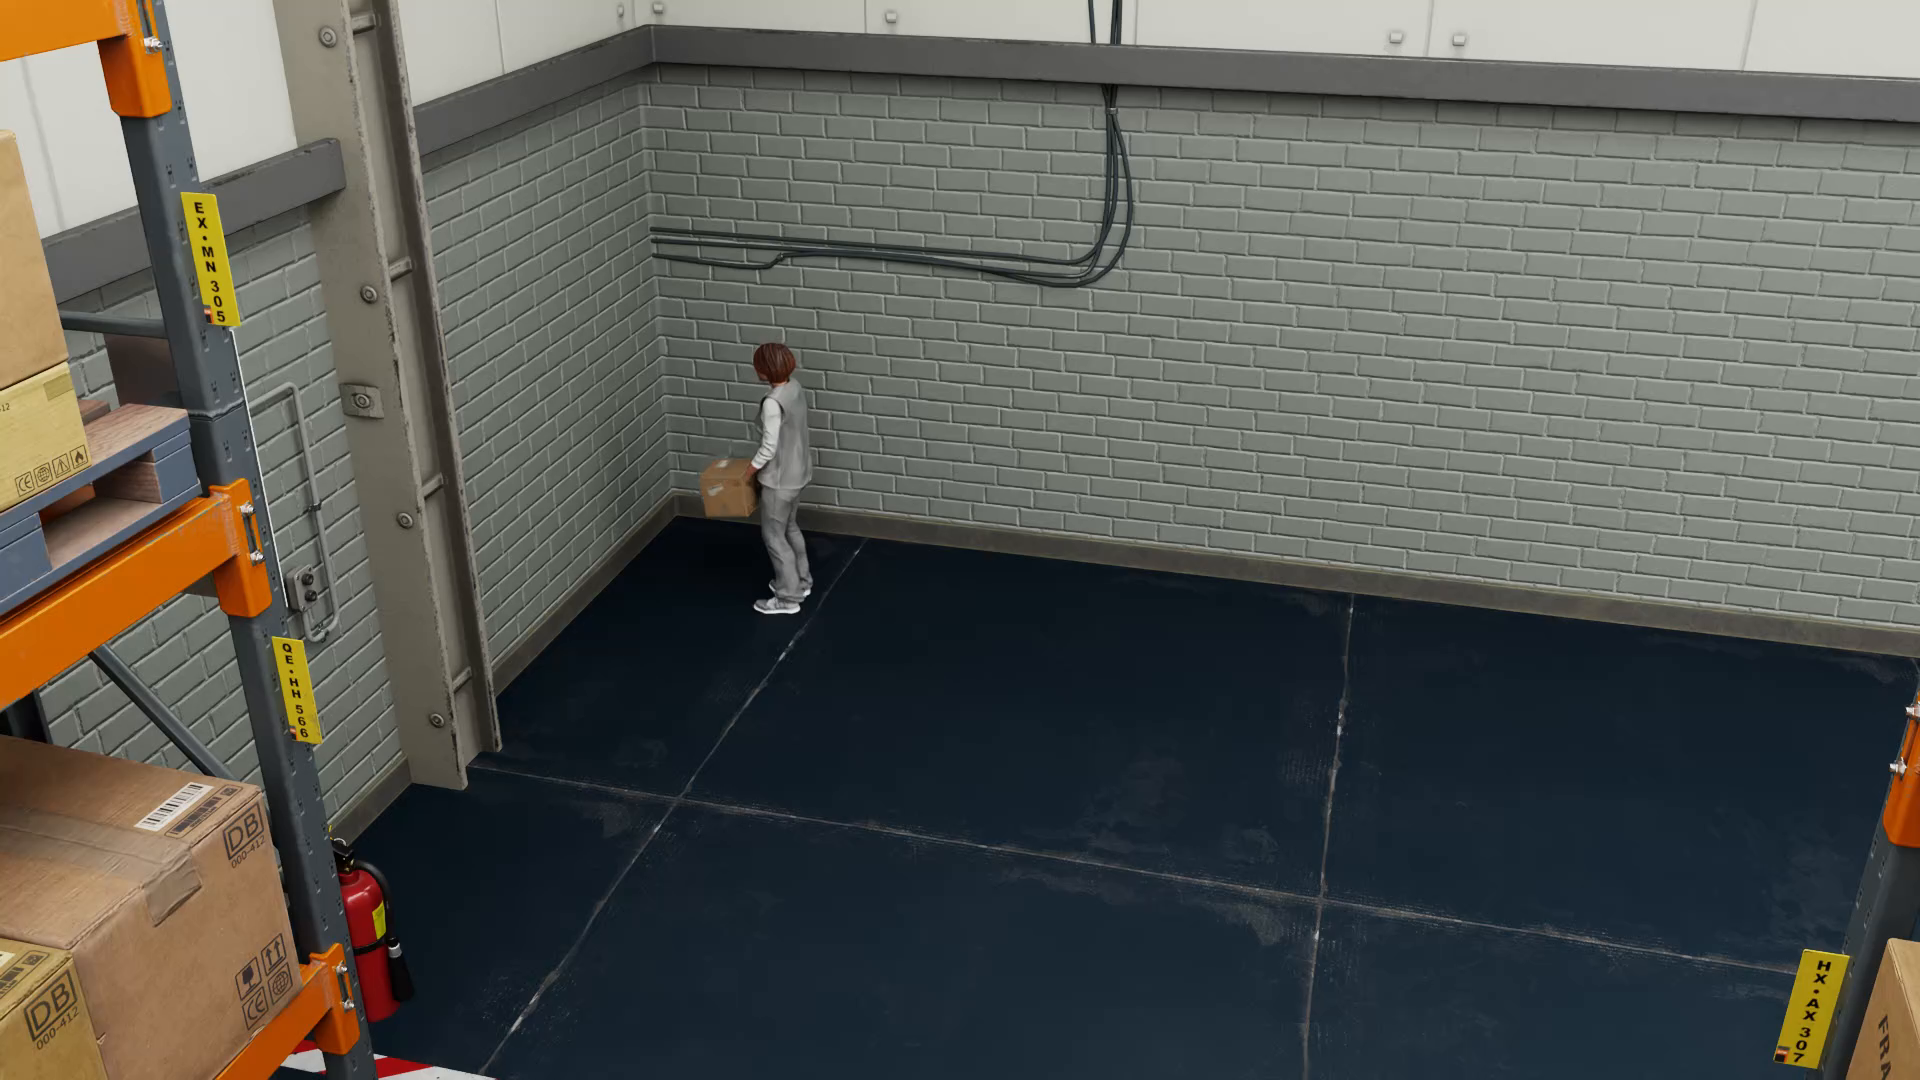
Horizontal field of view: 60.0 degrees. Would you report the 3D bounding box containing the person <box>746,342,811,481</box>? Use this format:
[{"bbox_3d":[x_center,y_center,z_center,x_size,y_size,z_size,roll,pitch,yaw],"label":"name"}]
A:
[{"bbox_3d":[-1.043,-0.685,9.182,0.383,0.863,0.444,6,26,12],"label":"person"}]
